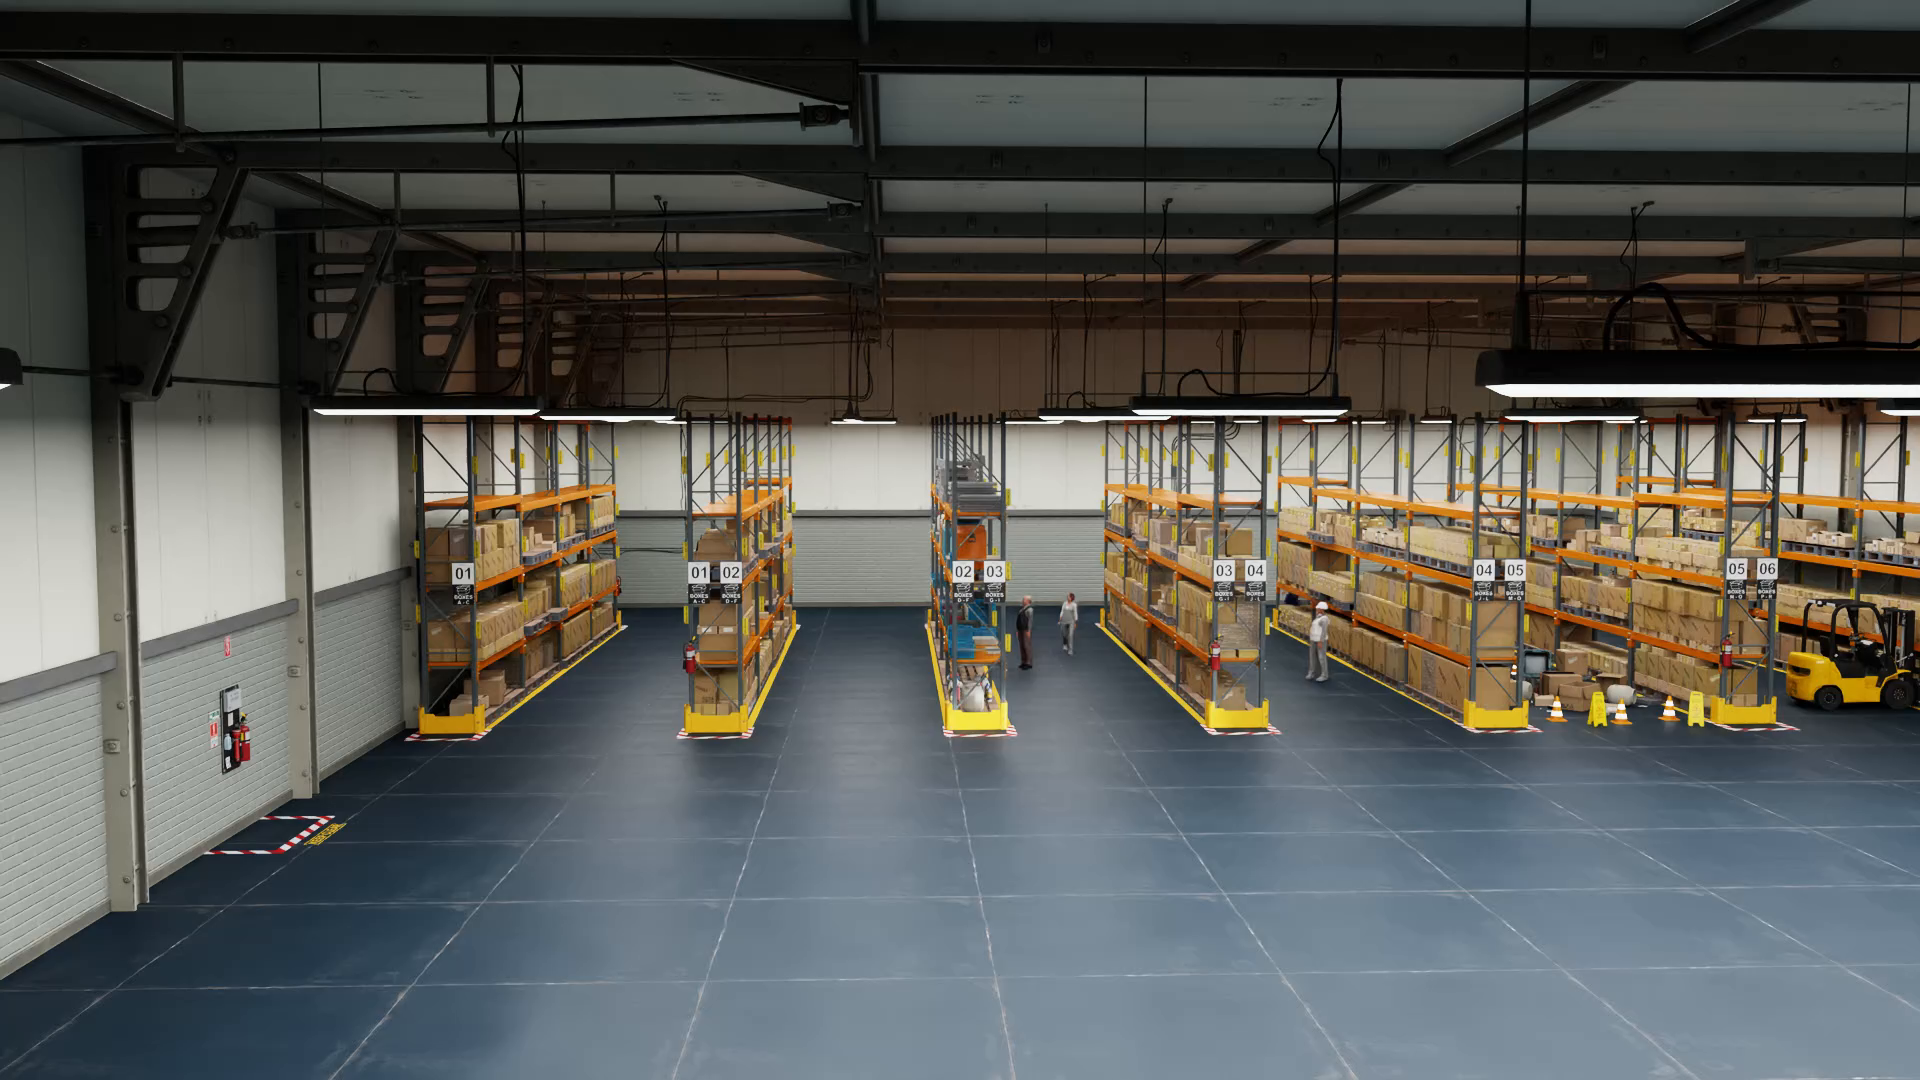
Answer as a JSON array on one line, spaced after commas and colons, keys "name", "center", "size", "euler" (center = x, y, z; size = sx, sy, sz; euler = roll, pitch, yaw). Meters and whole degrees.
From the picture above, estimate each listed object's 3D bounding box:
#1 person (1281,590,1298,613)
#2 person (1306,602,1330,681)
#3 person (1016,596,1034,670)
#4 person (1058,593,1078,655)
[{"name": "person", "center": [9.733, 1.574, 49.031], "size": [0.947, 1.579, 0.637], "euler": [1, 4, 17]}, {"name": "person", "center": [8.101, 2.278, 37.611], "size": [0.475, 1.766, 0.589], "euler": [-2, 4, -24]}, {"name": "person", "center": [1.525, 2.275, 39.408], "size": [0.433, 1.543, 0.598], "euler": [-2, 4, -26]}, {"name": "person", "center": [2.719, 2.100, 41.874], "size": [0.502, 1.528, 0.865], "euler": [0, 4, 4]}]
